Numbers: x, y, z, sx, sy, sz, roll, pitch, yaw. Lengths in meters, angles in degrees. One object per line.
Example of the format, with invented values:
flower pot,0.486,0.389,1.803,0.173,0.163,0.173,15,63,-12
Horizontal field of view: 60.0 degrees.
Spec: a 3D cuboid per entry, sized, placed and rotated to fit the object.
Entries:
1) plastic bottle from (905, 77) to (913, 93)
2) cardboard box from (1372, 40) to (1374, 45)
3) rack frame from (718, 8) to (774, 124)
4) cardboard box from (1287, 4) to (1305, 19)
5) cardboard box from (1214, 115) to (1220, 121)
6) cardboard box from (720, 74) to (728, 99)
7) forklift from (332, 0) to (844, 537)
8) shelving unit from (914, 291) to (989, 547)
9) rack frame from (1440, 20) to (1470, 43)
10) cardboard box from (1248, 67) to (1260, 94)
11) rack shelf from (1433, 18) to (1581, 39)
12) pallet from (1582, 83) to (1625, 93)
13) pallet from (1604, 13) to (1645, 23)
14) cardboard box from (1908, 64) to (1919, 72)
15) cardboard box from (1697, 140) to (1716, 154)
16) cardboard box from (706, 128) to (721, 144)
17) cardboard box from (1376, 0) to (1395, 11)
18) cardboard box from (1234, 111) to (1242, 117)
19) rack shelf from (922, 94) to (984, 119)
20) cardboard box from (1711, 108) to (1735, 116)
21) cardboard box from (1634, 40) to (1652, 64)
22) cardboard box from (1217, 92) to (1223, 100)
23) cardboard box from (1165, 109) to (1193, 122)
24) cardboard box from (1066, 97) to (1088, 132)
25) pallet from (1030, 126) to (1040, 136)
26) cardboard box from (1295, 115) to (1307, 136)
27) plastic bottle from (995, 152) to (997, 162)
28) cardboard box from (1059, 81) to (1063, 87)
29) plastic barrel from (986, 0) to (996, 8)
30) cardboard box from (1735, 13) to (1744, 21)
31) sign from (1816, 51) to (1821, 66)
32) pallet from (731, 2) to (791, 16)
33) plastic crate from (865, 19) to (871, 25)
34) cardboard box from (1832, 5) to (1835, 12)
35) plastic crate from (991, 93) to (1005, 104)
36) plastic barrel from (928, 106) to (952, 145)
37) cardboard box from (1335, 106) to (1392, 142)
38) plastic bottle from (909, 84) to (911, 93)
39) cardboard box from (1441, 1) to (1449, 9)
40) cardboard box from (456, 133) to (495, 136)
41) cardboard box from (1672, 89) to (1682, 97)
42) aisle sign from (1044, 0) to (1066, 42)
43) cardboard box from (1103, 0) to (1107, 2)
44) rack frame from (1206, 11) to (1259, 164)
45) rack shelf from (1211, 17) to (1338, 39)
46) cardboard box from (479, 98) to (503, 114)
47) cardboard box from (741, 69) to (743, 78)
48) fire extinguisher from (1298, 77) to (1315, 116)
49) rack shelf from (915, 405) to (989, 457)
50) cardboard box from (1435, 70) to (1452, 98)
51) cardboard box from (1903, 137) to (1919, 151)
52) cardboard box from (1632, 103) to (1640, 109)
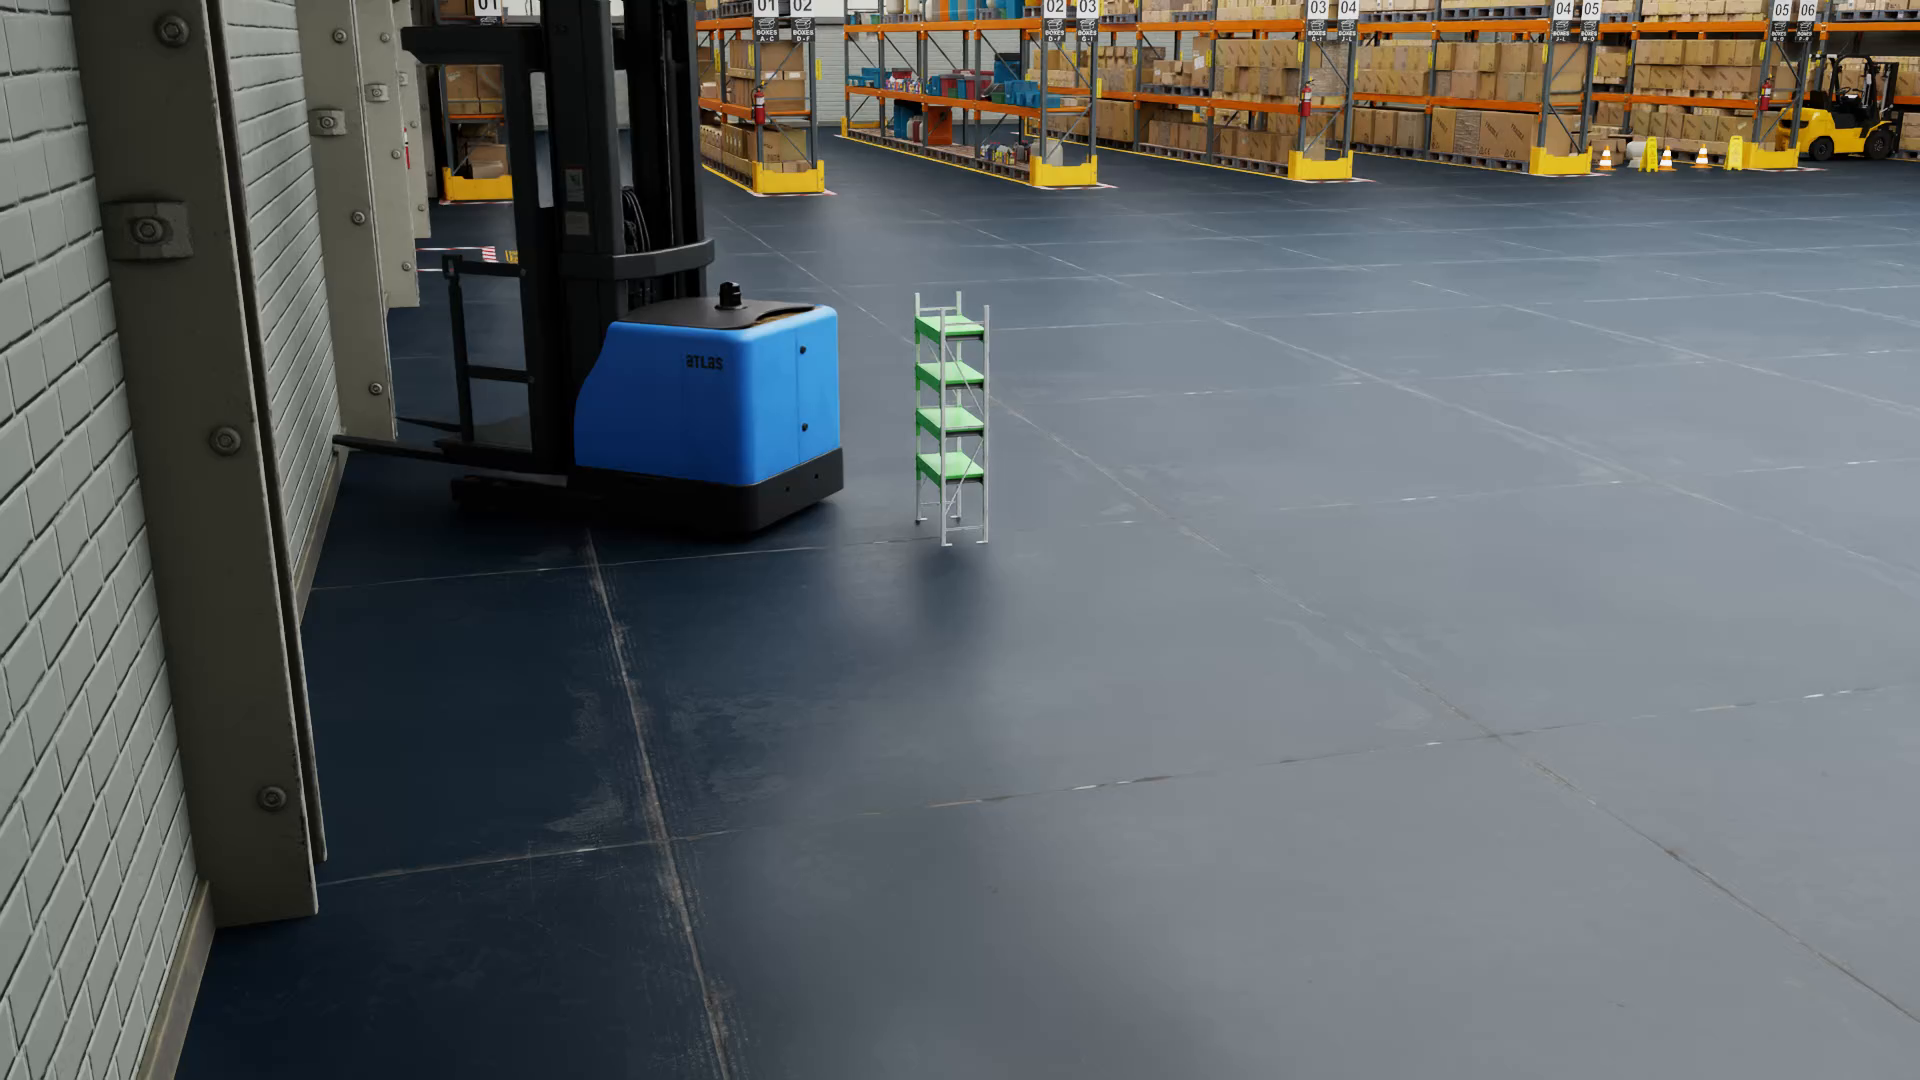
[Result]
plastic bottle,-1.155,-10.318,37.675,0.144,0.351,0.185,-5,17,-15
cardboard box,11.709,-13.858,46.332,0.380,0.149,0.250,-4,17,-14
rack frame,-3.980,-8.403,31.214,1.000,3.000,0.127,-5,17,-15
cardboard box,6.268,-9.557,30.101,0.500,0.250,0.500,-4,17,-14
cardboard box,7.081,-11.462,45.103,0.380,0.149,0.250,-4,17,-14
cardboard box,-4.458,-8.949,32.857,0.500,0.500,0.500,-5,17,-15
forklift,-2.199,-1.684,8.963,3.031,2.935,1.130,8,18,24
shelving unit,-0.045,-0.620,8.432,0.258,1.200,0.503,-5,17,-15
rack frame,12.876,-12.182,43.793,1.000,3.000,0.127,-5,17,-15
cardboard box,6.046,-8.834,31.955,0.875,0.500,0.500,-5,17,-15
rack shelf,10.892,-10.089,32.860,1.077,0.370,4.000,-5,17,-15
pallet,14.558,-10.439,38.325,1.003,0.211,1.213,-5,17,-15
pallet,15.007,-11.495,36.618,1.213,0.211,1.003,-5,17,-15
cardboard box,20.293,-9.973,35.137,0.380,0.149,0.250,-5,18,-17
cardboard box,15.558,-8.093,34.230,0.500,0.250,0.500,-5,17,-15
cardboard box,-4.786,-8.067,33.167,0.500,0.311,0.500,-5,17,-16
cardboard box,9.510,-11.801,36.561,0.500,0.311,0.500,-5,17,-16
cardboard box,7.453,-11.242,43.857,0.380,0.149,0.250,-6,18,-18
rack shelf,0.234,-9.003,34.459,1.077,0.370,4.000,-5,17,-15
cardboard box,15.537,-8.714,33.866,0.380,0.149,0.250,-4,17,-14
cardboard box,14.987,-10.499,35.762,0.700,0.500,0.500,-5,17,-16
cardboard box,5.372,-8.912,33.343,0.380,0.149,0.250,-5,17,-15
cardboard box,4.815,-9.336,36.594,0.500,0.250,0.500,-3,17,-9
cardboard box,3.243,-10.771,42.058,0.875,0.875,0.875,-5,17,-15
pallet,2.543,-10.954,44.553,1.003,0.211,1.213,-5,17,-15
cardboard box,8.511,-10.110,40.511,0.500,0.500,0.500,-6,18,-18
plastic bottle,0.714,-7.276,31.560,0.097,0.201,0.097,0,17,0
cardboard box,2.737,-11.550,42.125,0.380,0.149,0.250,-4,17,-14
plastic barrel,0.713,-10.351,31.558,0.421,0.512,0.421,0,17,0
cardboard box,15.666,-10.398,33.076,0.380,0.149,0.250,-4,17,-14
sign,19.327,-10.834,37.429,0.100,0.325,0.005,-5,17,-15
pallet,-3.389,-9.227,28.895,1.003,0.211,1.213,-5,17,-15
plastic crate,-2.130,-12.639,40.558,0.293,0.136,0.466,-5,17,-15
cardboard box,19.801,-12.178,38.099,0.380,0.149,0.250,-5,17,-15
plastic crate,0.885,-8.295,31.220,0.450,0.188,0.662,-5,17,-15
plastic barrel,-0.467,-9.196,36.895,0.600,0.830,0.708,-5,17,-15
cardboard box,9.324,-9.604,38.392,1.050,0.750,0.750,-5,17,-16
plastic bottle,-1.102,-10.169,37.437,0.097,0.201,0.097,0,17,0
cardboard box,10.116,-10.987,34.135,0.380,0.149,0.250,-5,17,-16
cardboard box,-9.252,-7.510,31.819,0.700,0.500,0.500,-4,17,-15
cardboard box,15.195,-9.382,34.907,0.380,0.149,0.250,-5,17,-15
aisle sign,1.617,-8.889,28.312,0.394,0.787,0.004,-5,17,-15
cardboard box,3.516,-12.924,40.146,0.700,0.500,0.500,-4,17,-14
rack frame,5.546,-9.186,33.817,1.000,3.000,0.127,-5,17,-15
rack shelf,6.095,-9.724,31.648,1.077,0.370,4.000,-5,17,-15
cardboard box,-7.472,-7.002,26.775,0.500,0.250,0.500,-5,17,-17
cardboard box,-3.663,-8.244,29.382,0.380,0.149,0.250,-5,17,-16
fire extinguisher,6.233,-7.974,29.918,0.296,0.674,0.183,-5,17,-15
rack shelf,-0.045,-0.559,8.450,0.258,0.148,0.480,-5,17,-15
cardboard box,10.455,-9.520,34.672,0.875,0.550,0.550,-5,17,-15
cardboard box,20.385,-8.384,35.197,0.500,0.250,0.500,-5,17,-15
cardboard box,17.909,-11.414,43.722,0.380,0.149,0.250,-4,17,-13
